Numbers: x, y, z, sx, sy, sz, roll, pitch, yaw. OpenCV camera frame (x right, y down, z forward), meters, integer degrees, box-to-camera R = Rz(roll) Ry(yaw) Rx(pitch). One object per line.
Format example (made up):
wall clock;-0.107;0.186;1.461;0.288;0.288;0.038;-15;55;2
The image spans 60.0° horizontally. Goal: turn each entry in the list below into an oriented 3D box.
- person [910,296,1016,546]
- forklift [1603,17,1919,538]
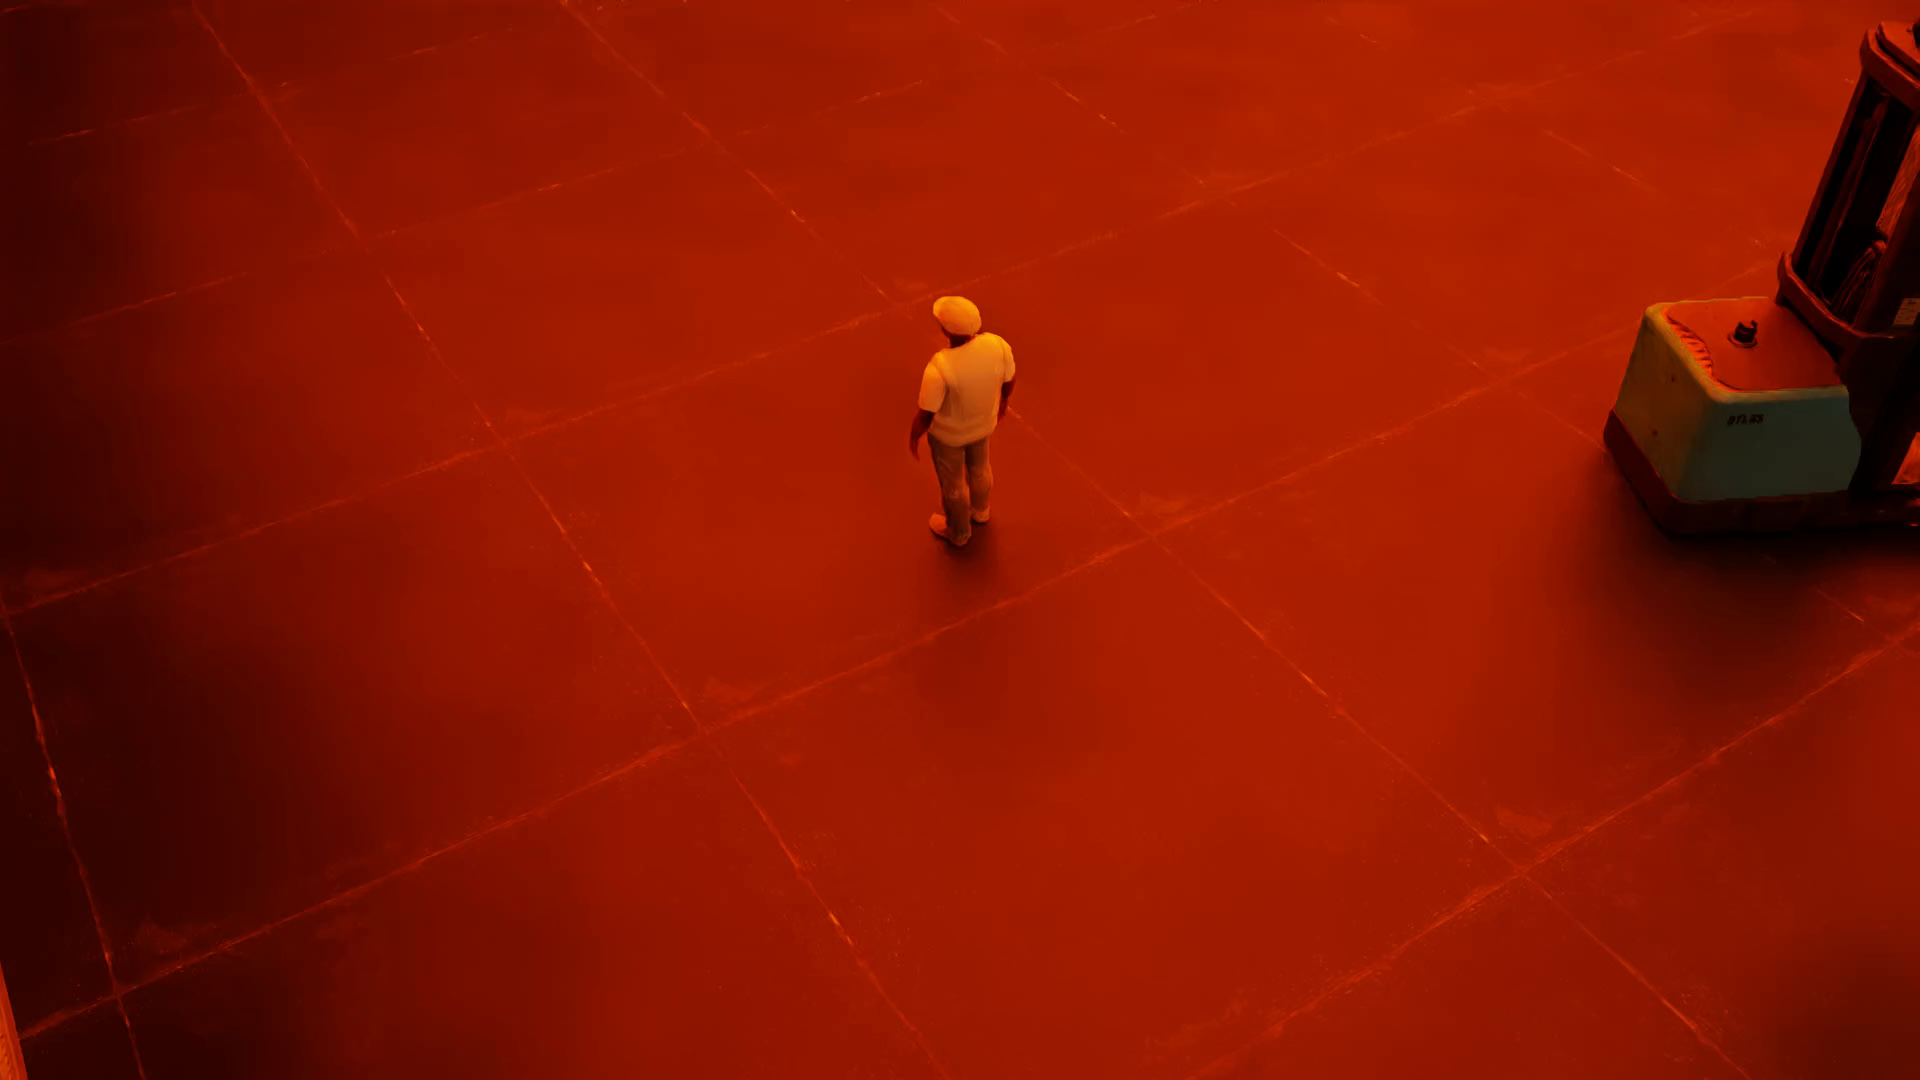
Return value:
person;-0.033;-0.710;9.560;0.665;1.765;0.576;-23;46;-24
forklift;5.705;-1.533;9.625;3.031;2.935;1.130;-4;41;-5
